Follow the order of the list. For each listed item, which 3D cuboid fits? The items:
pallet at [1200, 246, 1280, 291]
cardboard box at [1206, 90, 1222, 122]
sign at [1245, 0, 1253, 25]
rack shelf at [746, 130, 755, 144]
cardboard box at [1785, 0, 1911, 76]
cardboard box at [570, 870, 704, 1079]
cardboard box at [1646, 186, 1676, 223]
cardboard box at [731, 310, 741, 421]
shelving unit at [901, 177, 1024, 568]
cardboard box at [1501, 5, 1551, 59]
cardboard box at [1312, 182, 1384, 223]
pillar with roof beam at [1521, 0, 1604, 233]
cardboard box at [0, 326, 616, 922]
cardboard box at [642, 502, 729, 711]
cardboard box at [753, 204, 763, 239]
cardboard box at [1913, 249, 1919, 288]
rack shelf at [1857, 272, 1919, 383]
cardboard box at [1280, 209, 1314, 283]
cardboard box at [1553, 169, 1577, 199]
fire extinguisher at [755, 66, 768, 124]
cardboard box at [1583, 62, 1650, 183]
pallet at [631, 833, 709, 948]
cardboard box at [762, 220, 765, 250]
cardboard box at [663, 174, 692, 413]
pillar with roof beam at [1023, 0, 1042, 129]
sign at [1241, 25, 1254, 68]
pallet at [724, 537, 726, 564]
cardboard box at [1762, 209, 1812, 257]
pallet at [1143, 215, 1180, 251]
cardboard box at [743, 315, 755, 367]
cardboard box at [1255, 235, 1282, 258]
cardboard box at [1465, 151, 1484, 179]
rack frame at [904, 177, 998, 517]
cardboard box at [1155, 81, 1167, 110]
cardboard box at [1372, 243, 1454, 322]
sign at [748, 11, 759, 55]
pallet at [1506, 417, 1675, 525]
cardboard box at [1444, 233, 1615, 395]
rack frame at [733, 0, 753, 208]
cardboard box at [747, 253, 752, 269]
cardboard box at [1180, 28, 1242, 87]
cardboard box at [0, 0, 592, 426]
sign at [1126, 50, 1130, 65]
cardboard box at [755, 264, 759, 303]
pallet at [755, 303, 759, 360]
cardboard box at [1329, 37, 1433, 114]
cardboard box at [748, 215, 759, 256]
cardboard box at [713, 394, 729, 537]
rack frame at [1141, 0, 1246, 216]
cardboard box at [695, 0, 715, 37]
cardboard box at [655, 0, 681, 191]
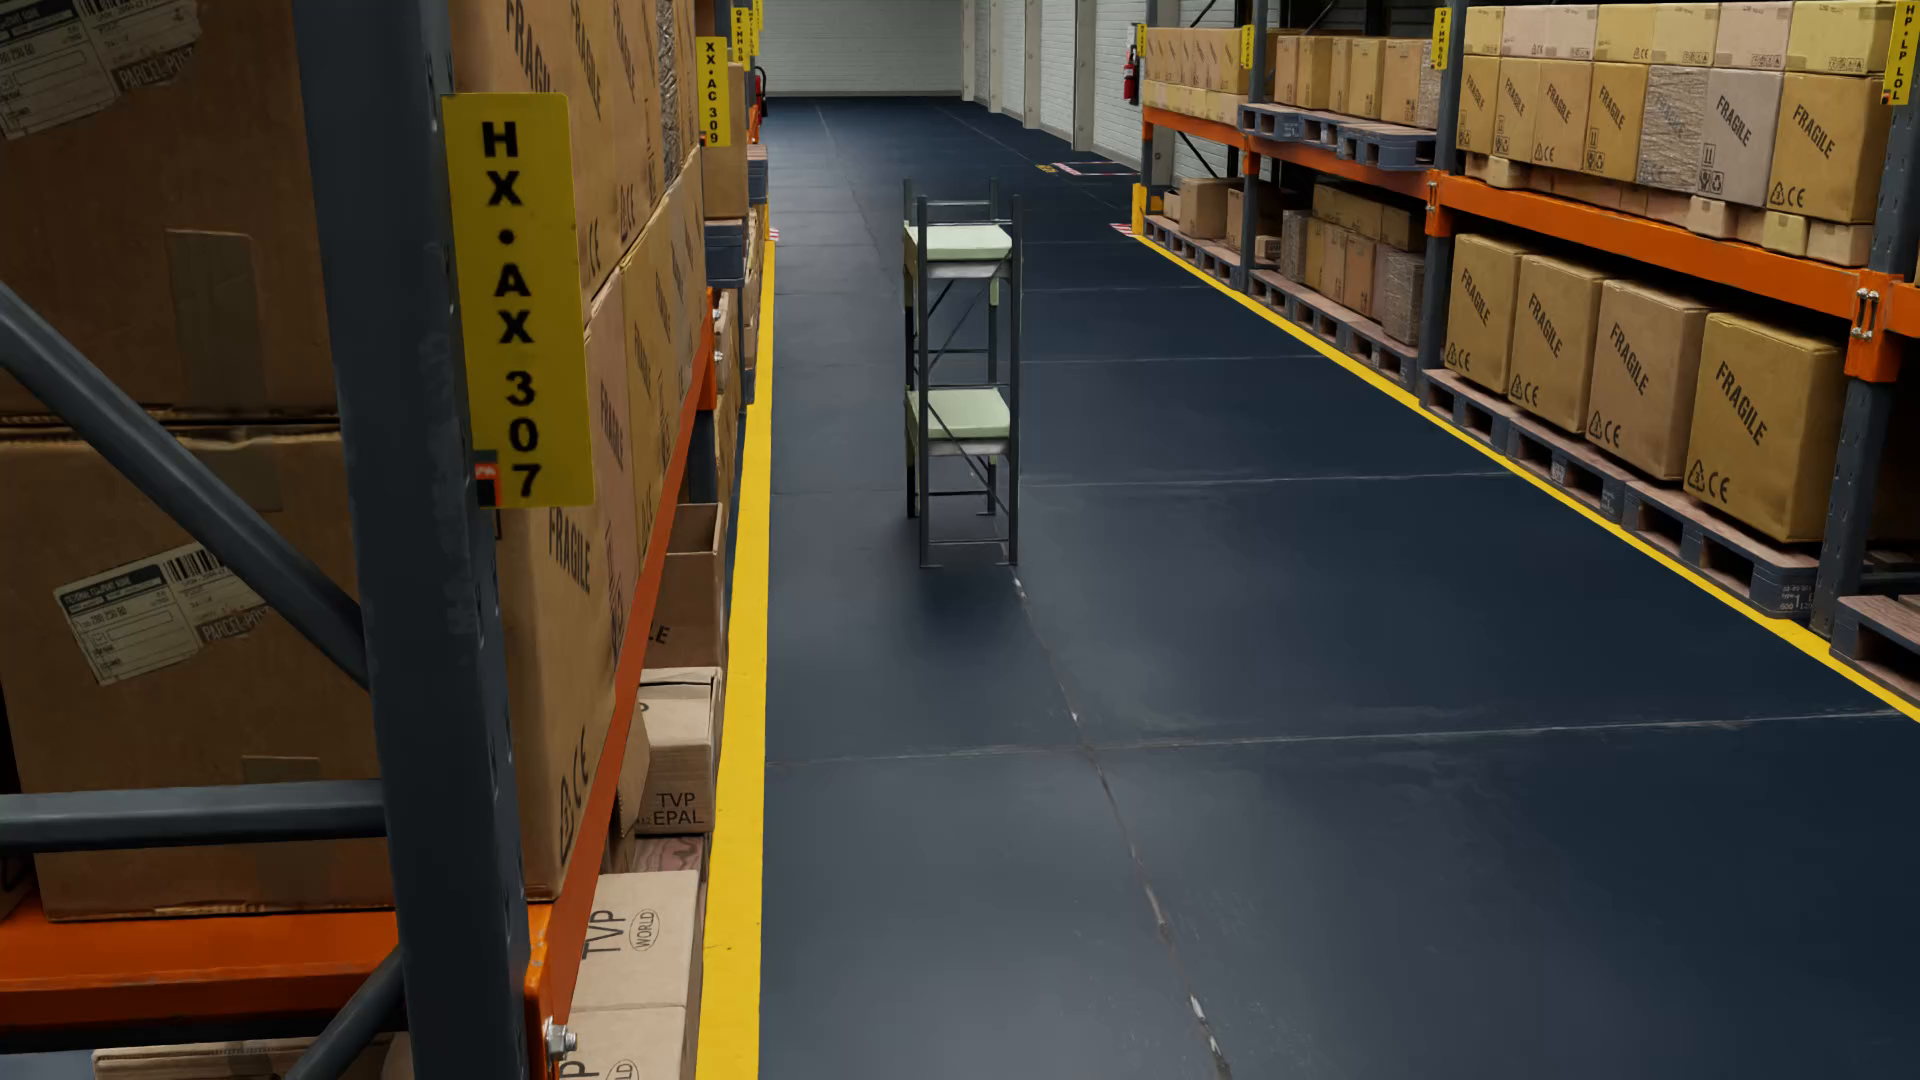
[{"bbox_3d":[2.697,-2.350,14.312,1.003,0.211,1.213,-2,18,-6],"label":"pallet"},{"bbox_3d":[2.408,-3.700,14.173,0.500,0.250,0.500,-2,18,-5],"label":"cardboard box"},{"bbox_3d":[2.943,-5.388,16.871,0.100,0.325,0.005,-2,18,-6],"label":"sign"},{"bbox_3d":[-1.919,-2.389,10.979,1.077,0.370,4.000,-2,18,-6],"label":"rack shelf"},{"bbox_3d":[3.324,-1.787,5.911,0.500,0.250,0.500,-1,17,-4],"label":"cardboard box"},{"bbox_3d":[-0.765,0.881,3.220,0.500,0.250,0.500,-2,18,-6],"label":"cardboard box"},{"bbox_3d":[3.223,-1.460,7.206,0.380,0.149,0.250,-2,18,-7],"label":"cardboard box"},{"bbox_3d":[-1.383,-0.882,8.417,0.500,0.500,0.500,-1,17,-3],"label":"cardboard box"},{"bbox_3d":[-0.001,-0.718,6.959,0.431,1.500,0.755,-2,18,-6],"label":"shelving unit"},{"bbox_3d":[3.061,-2.544,8.323,0.500,0.250,0.500,-2,18,-6],"label":"cardboard box"},{"bbox_3d":[2.943,-2.507,12.342,0.500,0.250,0.500,-2,18,-7],"label":"cardboard box"},{"bbox_3d":[-0.341,-5.433,9.461,9.100,9.000,0.400,-2,18,-6],"label":"pillar with roof beam"},{"bbox_3d":[-0.671,0.059,1.813,0.500,0.500,0.500,-1,17,-4],"label":"cardboard box"},{"bbox_3d":[-0.959,0.199,4.973,0.500,0.500,0.500,-2,18,-6],"label":"cardboard box"},{"bbox_3d":[-1.862,-2.722,13.476,0.500,0.500,0.500,-2,18,-6],"label":"cardboard box"},{"bbox_3d":[3.667,-1.079,5.107,0.980,0.700,0.700,-2,17,-5],"label":"cardboard box"},{"bbox_3d":[3.833,-0.159,3.878,1.077,0.370,4.000,-2,18,-6],"label":"rack shelf"},{"bbox_3d":[2.894,-2.280,12.872,0.700,0.500,0.500,-1,17,-4],"label":"cardboard box"},{"bbox_3d":[3.162,-1.769,8.191,0.380,0.149,0.250,-1,17,-4],"label":"cardboard box"},{"bbox_3d":[-2.088,-4.532,16.734,0.296,0.674,0.183,-2,18,-6],"label":"fire extinguisher"},{"bbox_3d":[3.166,-1.878,7.453,0.500,0.500,0.500,-1,17,-4],"label":"cardboard box"},{"bbox_3d":[-1.101,0.955,3.782,1.003,0.211,1.213,-2,18,-6],"label":"pallet"},{"bbox_3d":[-1.964,-2.662,14.538,0.500,0.250,0.500,-2,18,-6],"label":"cardboard box"},{"bbox_3d":[-0.883,-0.544,3.736,0.500,0.500,0.500,-1,17,-4],"label":"cardboard box"},{"bbox_3d":[-2.817,-12.584,32.237,9.100,9.000,0.400,-2,18,-6],"label":"pillar with roof beam"},{"bbox_3d":[2.263,-3.876,13.070,0.100,0.325,0.005,-2,18,-6],"label":"sign"},{"bbox_3d":[-1.422,0.145,6.363,1.003,0.211,1.213,-2,18,-6],"label":"pallet"},{"bbox_3d":[3.261,-1.155,6.233,0.380,0.149,0.250,-1,17,-5],"label":"cardboard box"},{"bbox_3d":[2.446,-3.077,16.627,1.003,0.211,1.213,-2,18,-6],"label":"pallet"},{"bbox_3d":[-1.475,-1.190,9.848,0.500,0.250,0.500,-2,18,-6],"label":"cardboard box"},{"bbox_3d":[2.717,-2.498,14.123,0.380,0.166,0.250,-4,18,-13],"label":"cardboard box"},{"bbox_3d":[3.018,-2.075,9.163,0.380,0.149,0.250,-2,18,-6],"label":"cardboard box"},{"bbox_3d":[-0.038,-0.827,7.306,0.400,1.500,0.023,-2,18,-6],"label":"rack frame"},{"bbox_3d":[2.191,-4.302,16.090,0.500,0.250,0.500,-2,18,-7],"label":"cardboard box"},{"bbox_3d":[3.151,-1.677,10.951,0.700,0.500,0.500,-2,18,-6],"label":"cardboard box"},{"bbox_3d":[-1.586,-3.862,12.670,0.100,0.325,0.005,-2,18,-6],"label":"sign"},{"bbox_3d":[3.343,-0.360,7.971,1.003,0.211,1.213,-2,18,-6],"label":"pallet"},{"bbox_3d":[3.160,-1.242,9.012,0.750,0.750,0.750,-2,18,-6],"label":"cardboard box"},{"bbox_3d":[-2.125,-3.328,12.769,1.000,3.000,0.127,-2,18,-6],"label":"rack frame"},{"bbox_3d":[-1.537,-1.613,10.262,0.500,0.311,0.500,-2,18,-7],"label":"cardboard box"},{"bbox_3d":[2.293,-4.363,15.031,0.500,0.500,0.500,-1,17,-4],"label":"cardboard box"},{"bbox_3d":[-0.671,-0.418,1.663,0.500,0.500,0.500,-1,17,-4],"label":"cardboard box"},{"bbox_3d":[2.532,-7.202,25.049,0.001,0.329,0.234,-2,18,-6],"label":"sign"},{"bbox_3d":[-1.690,-1.798,11.787,0.500,0.250,0.500,-1,17,-4],"label":"cardboard box"},{"bbox_3d":[-1.881,-1.415,11.331,1.003,0.211,1.213,-2,18,-6],"label":"pallet"},{"bbox_3d":[2.970,-3.225,11.540,0.700,0.500,0.500,1,17,2],"label":"cardboard box"},{"bbox_3d":[-1.738,-2.217,12.185,0.500,0.311,0.500,-1,17,-4],"label":"cardboard box"},{"bbox_3d":[-1.174,-0.272,6.474,0.500,0.500,0.500,-2,17,-5],"label":"cardboard box"},{"bbox_3d":[2.389,-4.674,17.056,1.000,3.000,0.127,-2,18,-6],"label":"rack frame"},{"bbox_3d":[-2.177,-4.126,12.980,0.700,0.500,0.500,-2,18,-5],"label":"cardboard box"},{"bbox_3d":[-0.883,-1.024,3.594,0.500,0.500,0.500,-2,18,-5],"label":"cardboard box"}]
